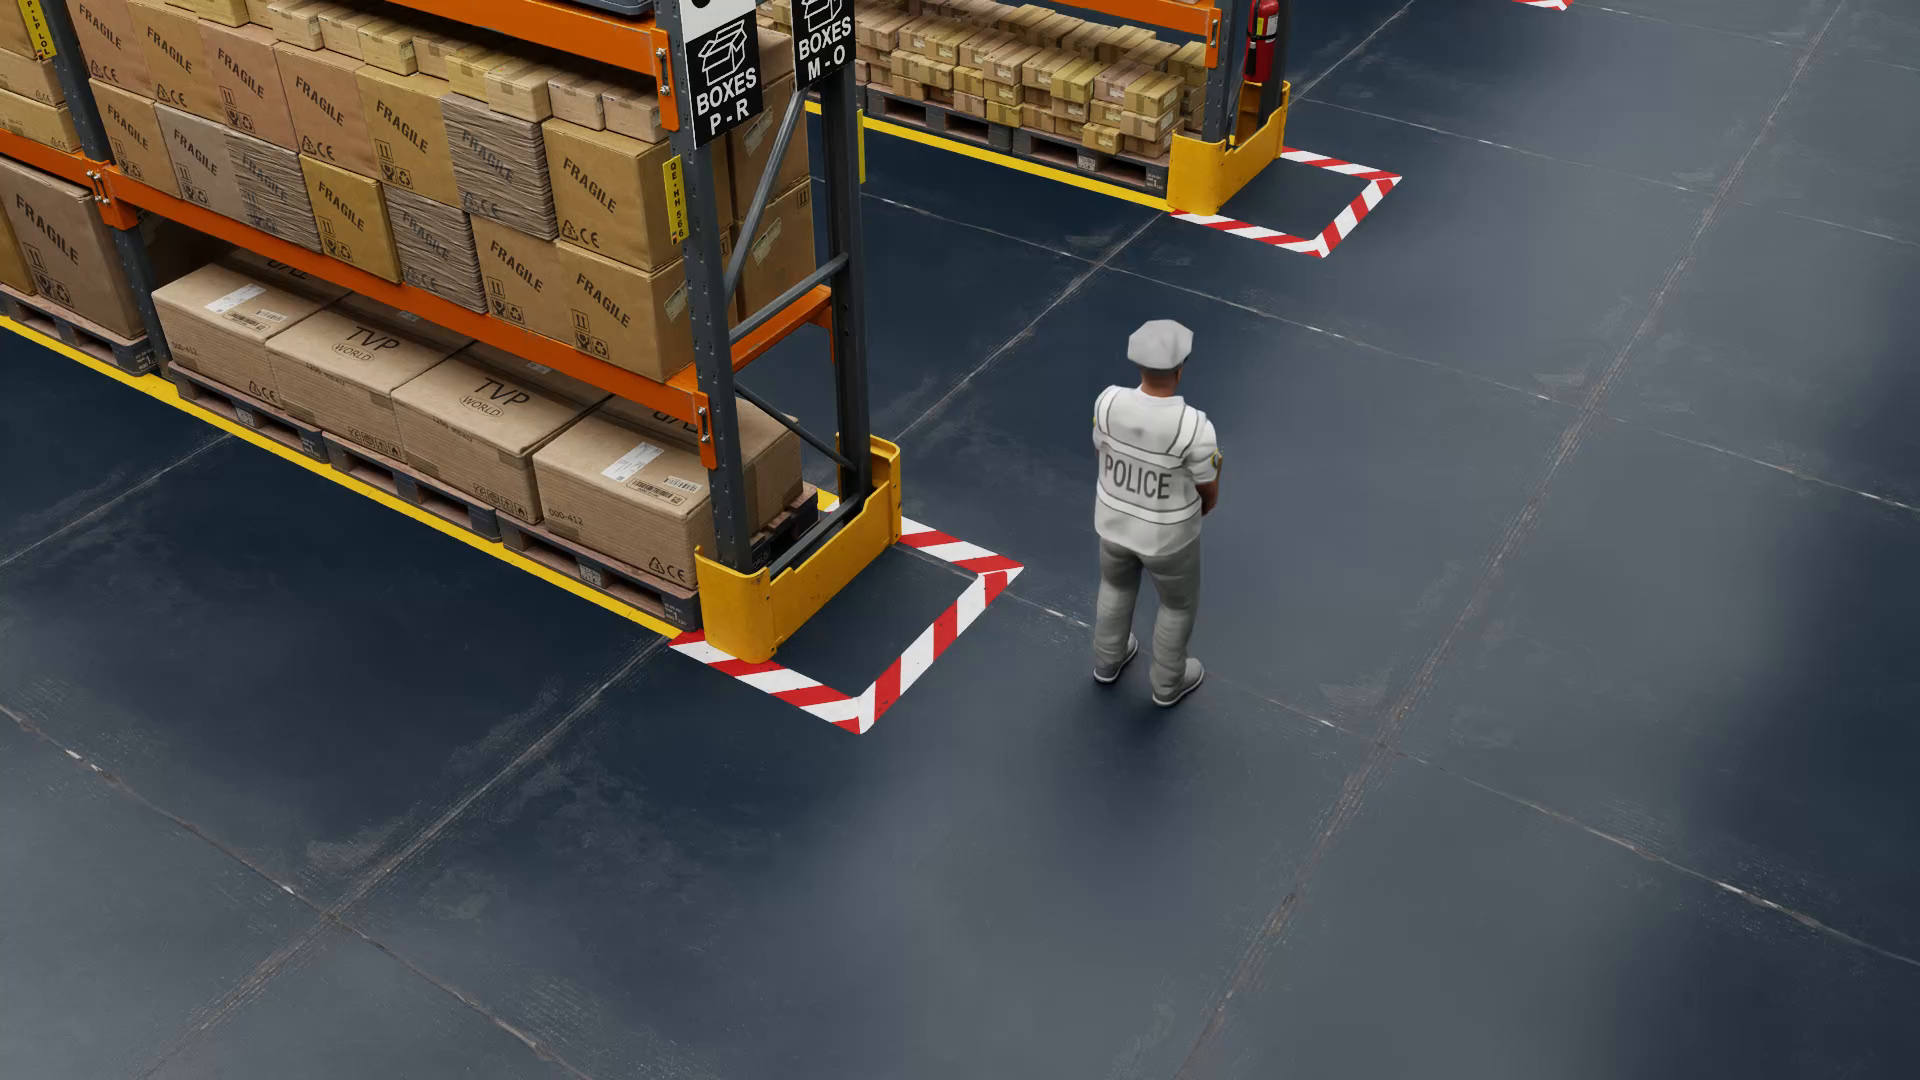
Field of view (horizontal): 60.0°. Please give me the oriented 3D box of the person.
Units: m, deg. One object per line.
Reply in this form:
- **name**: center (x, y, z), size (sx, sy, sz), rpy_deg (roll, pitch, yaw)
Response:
- **person**: center (0.799, -0.112, 6.797), size (0.530, 1.772, 0.513), rpy_deg (21, 43, 25)
